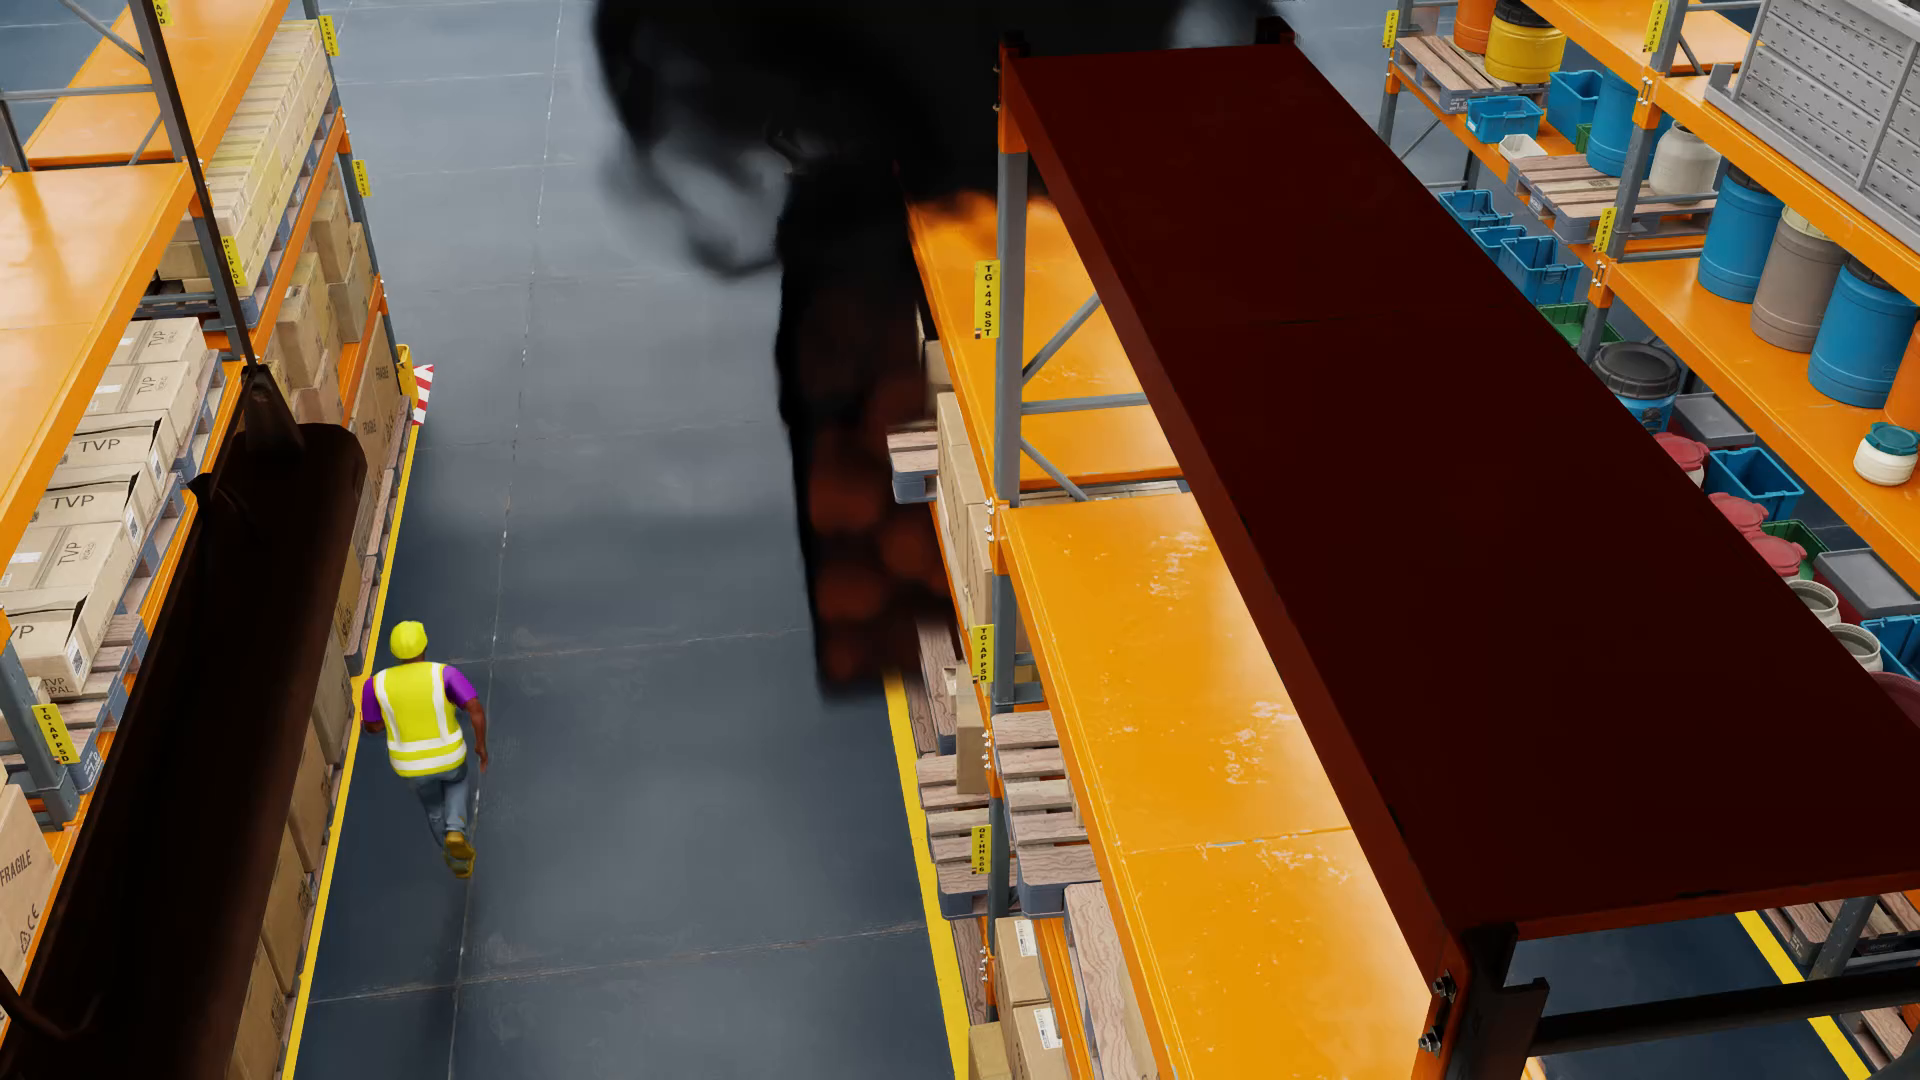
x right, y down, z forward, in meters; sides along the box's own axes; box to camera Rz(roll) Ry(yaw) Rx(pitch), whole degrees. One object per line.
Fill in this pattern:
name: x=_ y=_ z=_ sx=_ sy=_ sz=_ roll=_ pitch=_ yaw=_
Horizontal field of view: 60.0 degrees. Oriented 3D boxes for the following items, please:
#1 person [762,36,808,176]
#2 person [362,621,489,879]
person: x=-2.012 y=-4.884 z=18.731 sx=0.553 sy=1.611 sz=0.565 roll=10 pitch=38 yaw=14
person: x=-3.111 y=1.258 z=9.844 sx=0.688 sy=1.697 sz=0.730 roll=-10 pitch=37 yaw=-13
